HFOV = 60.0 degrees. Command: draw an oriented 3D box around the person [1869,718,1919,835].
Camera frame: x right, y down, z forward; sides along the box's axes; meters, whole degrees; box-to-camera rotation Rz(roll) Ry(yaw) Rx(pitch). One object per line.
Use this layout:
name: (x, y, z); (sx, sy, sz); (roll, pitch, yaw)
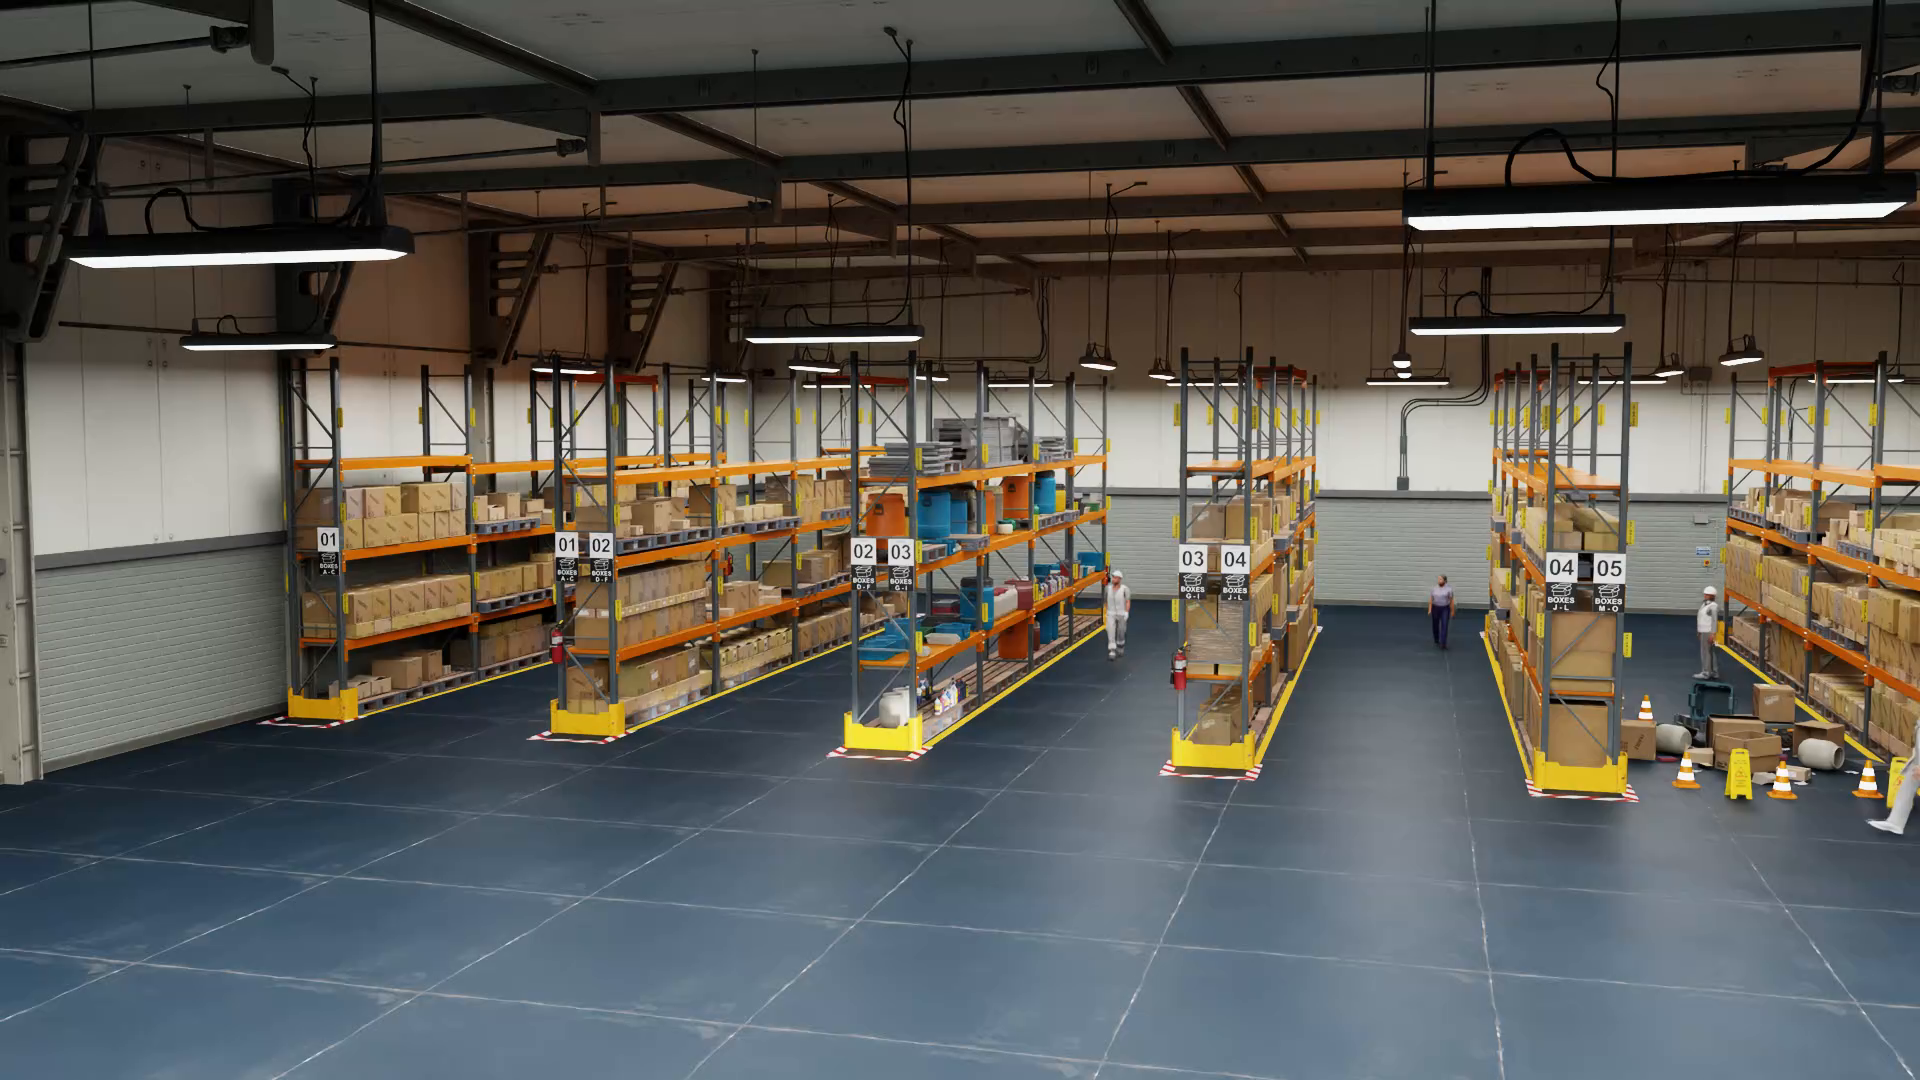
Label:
person: (11.560, 2.676, 19.835); (1.121, 1.738, 0.550); (0, 4, -1)

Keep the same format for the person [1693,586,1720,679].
person: (14.380, 1.778, 31.980); (0.441, 1.776, 0.555); (2, 5, 31)

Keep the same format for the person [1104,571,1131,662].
person: (3.063, 1.476, 32.348); (0.513, 1.745, 1.030); (0, 4, 5)

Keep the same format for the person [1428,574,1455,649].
person: (10.490, 1.551, 36.197); (0.558, 1.593, 0.929); (2, 5, 21)
